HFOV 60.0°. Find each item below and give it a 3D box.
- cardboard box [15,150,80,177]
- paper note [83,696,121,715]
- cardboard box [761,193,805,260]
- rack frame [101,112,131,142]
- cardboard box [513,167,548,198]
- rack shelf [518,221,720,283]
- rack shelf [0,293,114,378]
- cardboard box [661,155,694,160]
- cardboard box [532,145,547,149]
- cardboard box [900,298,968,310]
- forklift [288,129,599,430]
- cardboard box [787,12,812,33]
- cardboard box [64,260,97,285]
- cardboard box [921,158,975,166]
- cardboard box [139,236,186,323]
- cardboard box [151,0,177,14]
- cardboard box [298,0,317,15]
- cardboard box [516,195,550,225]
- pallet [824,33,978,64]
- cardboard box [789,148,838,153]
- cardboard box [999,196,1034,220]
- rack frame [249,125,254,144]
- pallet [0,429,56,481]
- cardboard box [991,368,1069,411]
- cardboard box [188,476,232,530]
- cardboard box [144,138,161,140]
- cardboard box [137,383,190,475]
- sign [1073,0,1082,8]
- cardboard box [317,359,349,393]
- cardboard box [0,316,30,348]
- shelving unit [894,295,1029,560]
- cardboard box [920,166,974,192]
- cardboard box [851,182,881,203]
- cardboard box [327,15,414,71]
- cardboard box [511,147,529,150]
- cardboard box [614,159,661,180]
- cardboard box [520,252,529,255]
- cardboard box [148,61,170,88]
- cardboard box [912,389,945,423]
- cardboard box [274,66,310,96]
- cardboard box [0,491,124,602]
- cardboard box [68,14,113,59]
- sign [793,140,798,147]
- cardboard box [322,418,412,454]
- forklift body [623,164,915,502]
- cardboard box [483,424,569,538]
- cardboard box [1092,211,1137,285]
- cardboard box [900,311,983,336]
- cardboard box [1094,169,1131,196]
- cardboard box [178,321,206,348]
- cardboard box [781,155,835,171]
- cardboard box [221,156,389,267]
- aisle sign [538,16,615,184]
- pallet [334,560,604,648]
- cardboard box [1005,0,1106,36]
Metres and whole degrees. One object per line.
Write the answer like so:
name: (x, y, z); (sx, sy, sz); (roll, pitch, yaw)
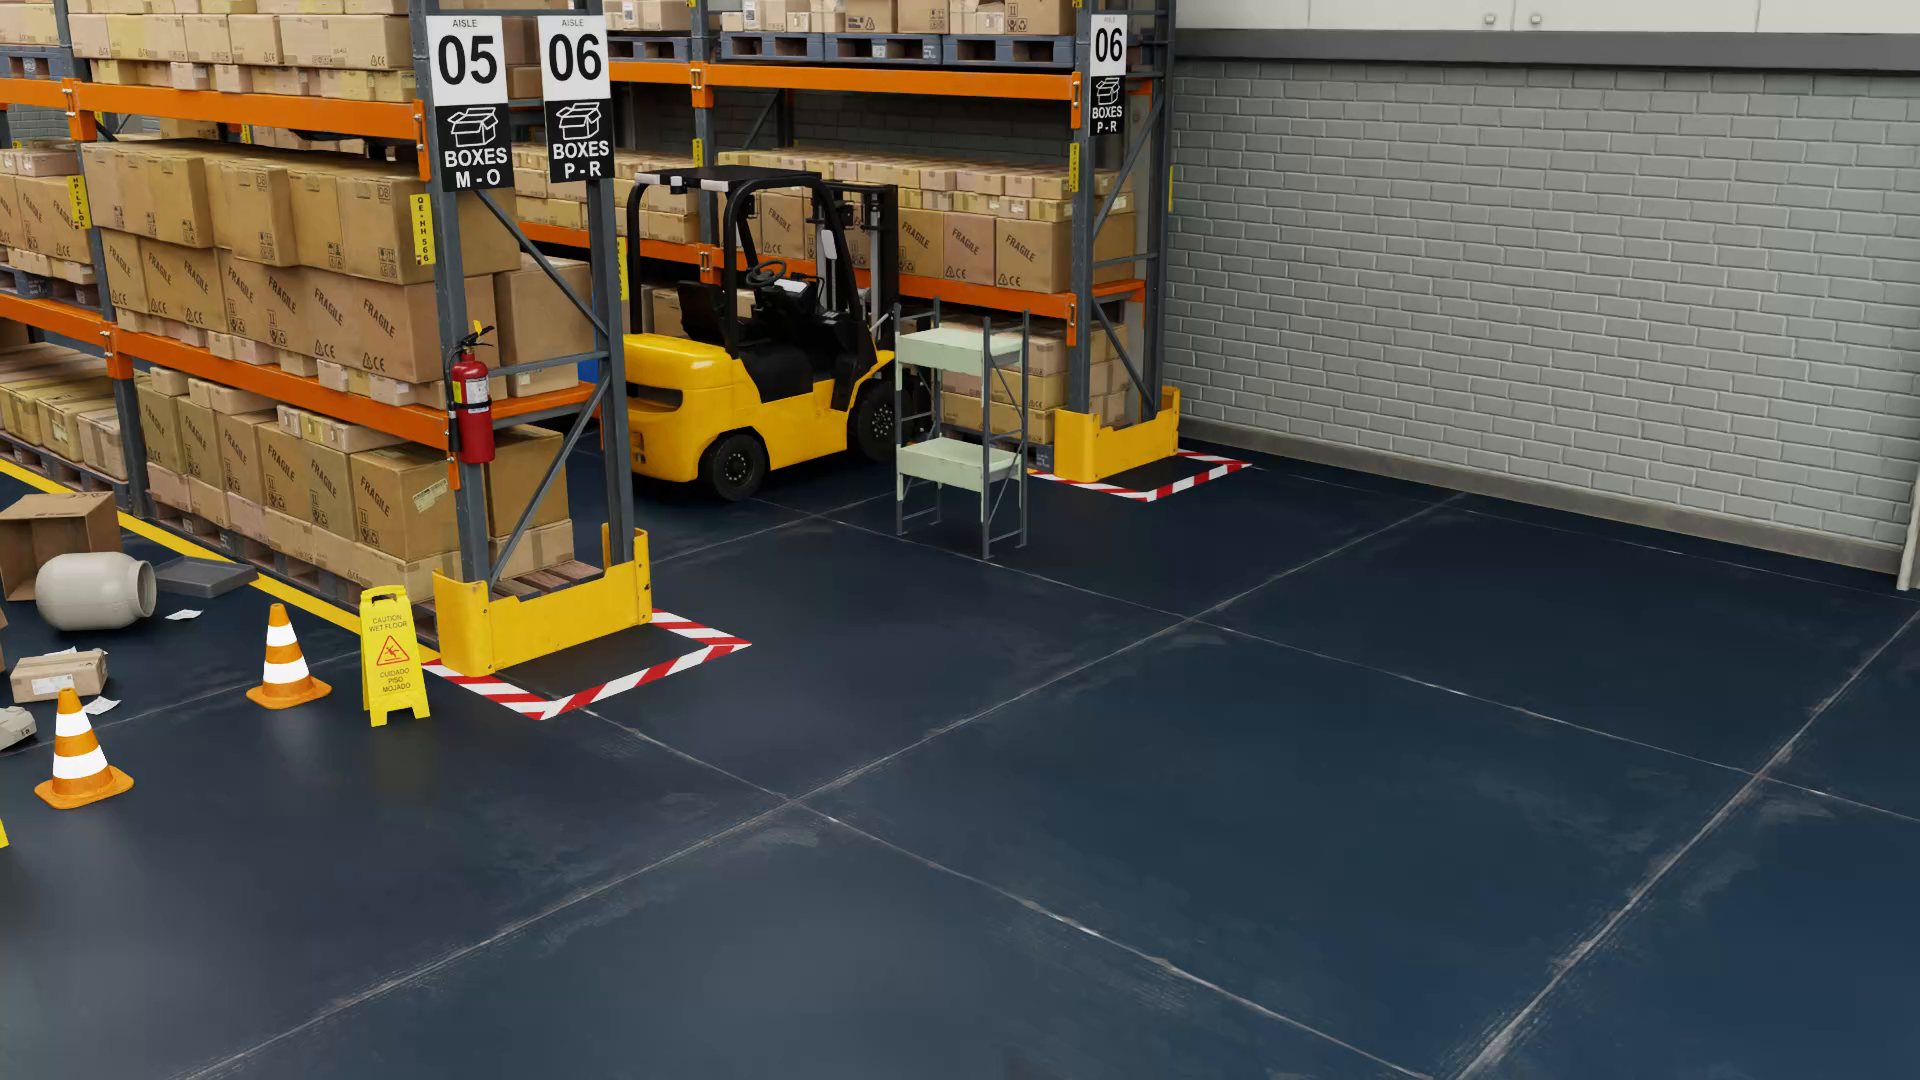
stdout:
cardboard box: (-6.150, -2.556, 11.285); (0.250, 0.149, 0.380); (14, 22, 38)
paper note: (-4.167, 0.798, 8.046); (0.142, 0.019, 0.148); (7, 19, 21)
cardboard box: (-1.280, -2.603, 13.690); (0.500, 0.500, 0.500); (16, 23, 40)
rack frame: (-10.814, -5.214, 22.082); (0.127, 3.000, 1.000); (15, 23, 39)
cardboard box: (-3.908, -3.420, 15.851); (0.500, 0.250, 0.500); (14, 23, 38)
rack shelf: (-3.335, -2.863, 15.864); (4.000, 0.370, 1.077); (15, 23, 39)
rack shelf: (-6.626, -1.739, 12.323); (4.000, 0.370, 1.077); (15, 23, 39)
cardboard box: (-2.516, -3.443, 15.264); (0.250, 0.149, 0.380); (15, 23, 39)
cardboard box: (-4.030, -3.852, 16.552); (0.250, 0.149, 0.380); (15, 23, 39)
cardboard box: (-0.202, -1.814, 13.566); (0.500, 0.250, 0.500); (14, 23, 38)
forklift: (-4.186, -2.103, 12.392); (1.130, 2.935, 3.031); (13, 22, 35)
cardboard box: (-1.130, -4.049, 13.009); (0.250, 0.149, 0.380); (16, 24, 41)
cardboard box: (-5.699, -1.802, 11.052); (0.250, 0.149, 0.380); (15, 23, 40)
cardboard box: (-0.094, -2.933, 13.164); (0.250, 0.149, 0.380); (15, 23, 40)
cardboard box: (-4.596, -1.623, 10.110); (0.500, 0.500, 0.500); (15, 23, 39)
cardboard box: (-4.308, -3.036, 9.357); (0.250, 0.149, 0.380); (14, 22, 37)
cardboard box: (-3.114, -2.739, 8.421); (0.250, 0.149, 0.380); (15, 23, 40)
cardboard box: (-3.898, -3.188, 15.945); (0.500, 0.250, 0.500); (14, 22, 38)
pallet: (-0.275, -3.782, 12.756); (1.213, 0.211, 1.003); (15, 23, 39)
cardboard box: (-1.239, -3.248, 14.156); (0.250, 0.149, 0.380); (14, 23, 38)
cardboard box: (0.497, -2.409, 12.006); (0.250, 0.149, 0.380); (16, 23, 40)
rack frame: (-7.822, -4.411, 19.551); (0.127, 3.000, 1.000); (15, 23, 39)
pallet: (-6.631, -0.752, 12.634); (1.213, 0.211, 1.003); (15, 23, 39)
cardboard box: (0.582, -1.156, 12.321); (0.500, 0.250, 0.500); (15, 23, 39)
cardboard box: (-4.462, -0.286, 10.406); (0.500, 0.250, 0.500); (17, 24, 42)
cardboard box: (-9.895, -4.930, 20.943); (0.500, 0.250, 0.500); (14, 23, 38)
cardboard box: (-4.869, -0.748, 10.622); (0.500, 0.500, 0.500); (16, 24, 42)
sign: (0.783, -3.695, 11.005); (0.005, 0.325, 0.100); (15, 23, 39)
cardboard box: (-3.214, -0.911, 8.940); (0.250, 0.149, 0.380); (16, 23, 40)
cardboard box: (-8.584, -1.829, 14.233); (0.875, 0.875, 0.875); (15, 23, 39)
shelving unit: (0.005, -0.714, 10.381); (0.755, 1.500, 0.431); (15, 23, 39)
cardboard box: (-0.079, -2.707, 12.453); (0.250, 0.149, 0.380); (16, 23, 41)
cardboard box: (-0.632, -2.723, 12.995); (0.250, 0.149, 0.380); (14, 23, 38)
cardboard box: (-2.700, -2.419, 8.074); (0.500, 0.250, 0.500); (15, 23, 39)
cardboard box: (-4.378, -3.735, 16.183); (0.250, 0.149, 0.380); (16, 24, 41)
cardboard box: (-2.879, -3.311, 14.849); (0.250, 0.149, 0.380); (14, 22, 38)
cardboard box: (-2.699, -1.328, 9.181); (0.500, 0.500, 0.500); (16, 24, 41)
cardboard box: (-4.482, -2.723, 9.691); (0.250, 0.149, 0.380); (16, 24, 41)
cardboard box: (-0.142, -1.118, 13.028); (0.500, 0.250, 0.500); (15, 23, 40)
cardboard box: (-3.338, -2.405, 8.687); (0.250, 0.149, 0.380); (15, 23, 39)
cardboard box: (-5.232, 0.033, 9.678); (0.500, 0.500, 0.500); (-3, 18, -8)
cardboard box: (-4.983, -3.030, 9.999); (0.500, 0.250, 0.500); (14, 23, 38)
sign: (-1.471, -3.381, 14.743); (0.005, 0.325, 0.100); (15, 23, 39)
cardboard box: (-3.230, -0.594, 9.064); (0.250, 0.149, 0.380); (16, 24, 41)
forklift body: (-1.476, -1.565, 11.986); (1.214, 2.155, 2.313); (15, 23, 39)
cardboard box: (-2.577, -0.354, 9.379); (0.500, 0.500, 0.500); (14, 22, 37)
cardboard box: (0.967, -2.211, 12.455); (0.500, 0.500, 0.500); (16, 24, 41)
cardboard box: (-0.168, -1.590, 12.860); (0.500, 0.250, 0.500); (15, 23, 40)
cardboard box: (1.044, -2.616, 12.165); (0.250, 0.149, 0.380); (14, 23, 38)
cardboard box: (-4.504, -1.282, 10.108); (0.250, 0.149, 0.380); (16, 24, 41)
cardboard box: (-1.221, -3.016, 13.426); (0.250, 0.149, 0.380); (16, 23, 40)
cardboard box: (-3.489, -1.779, 8.949); (0.500, 0.500, 0.700); (15, 23, 39)
aisle sign: (-1.887, -2.174, 8.206); (0.004, 0.787, 0.394); (15, 23, 39)
pallet: (-2.780, 0.265, 9.427); (1.213, 0.211, 1.003); (15, 23, 39)
cardboard box: (0.660, -3.760, 11.518); (0.500, 0.500, 0.500); (16, 24, 41)
